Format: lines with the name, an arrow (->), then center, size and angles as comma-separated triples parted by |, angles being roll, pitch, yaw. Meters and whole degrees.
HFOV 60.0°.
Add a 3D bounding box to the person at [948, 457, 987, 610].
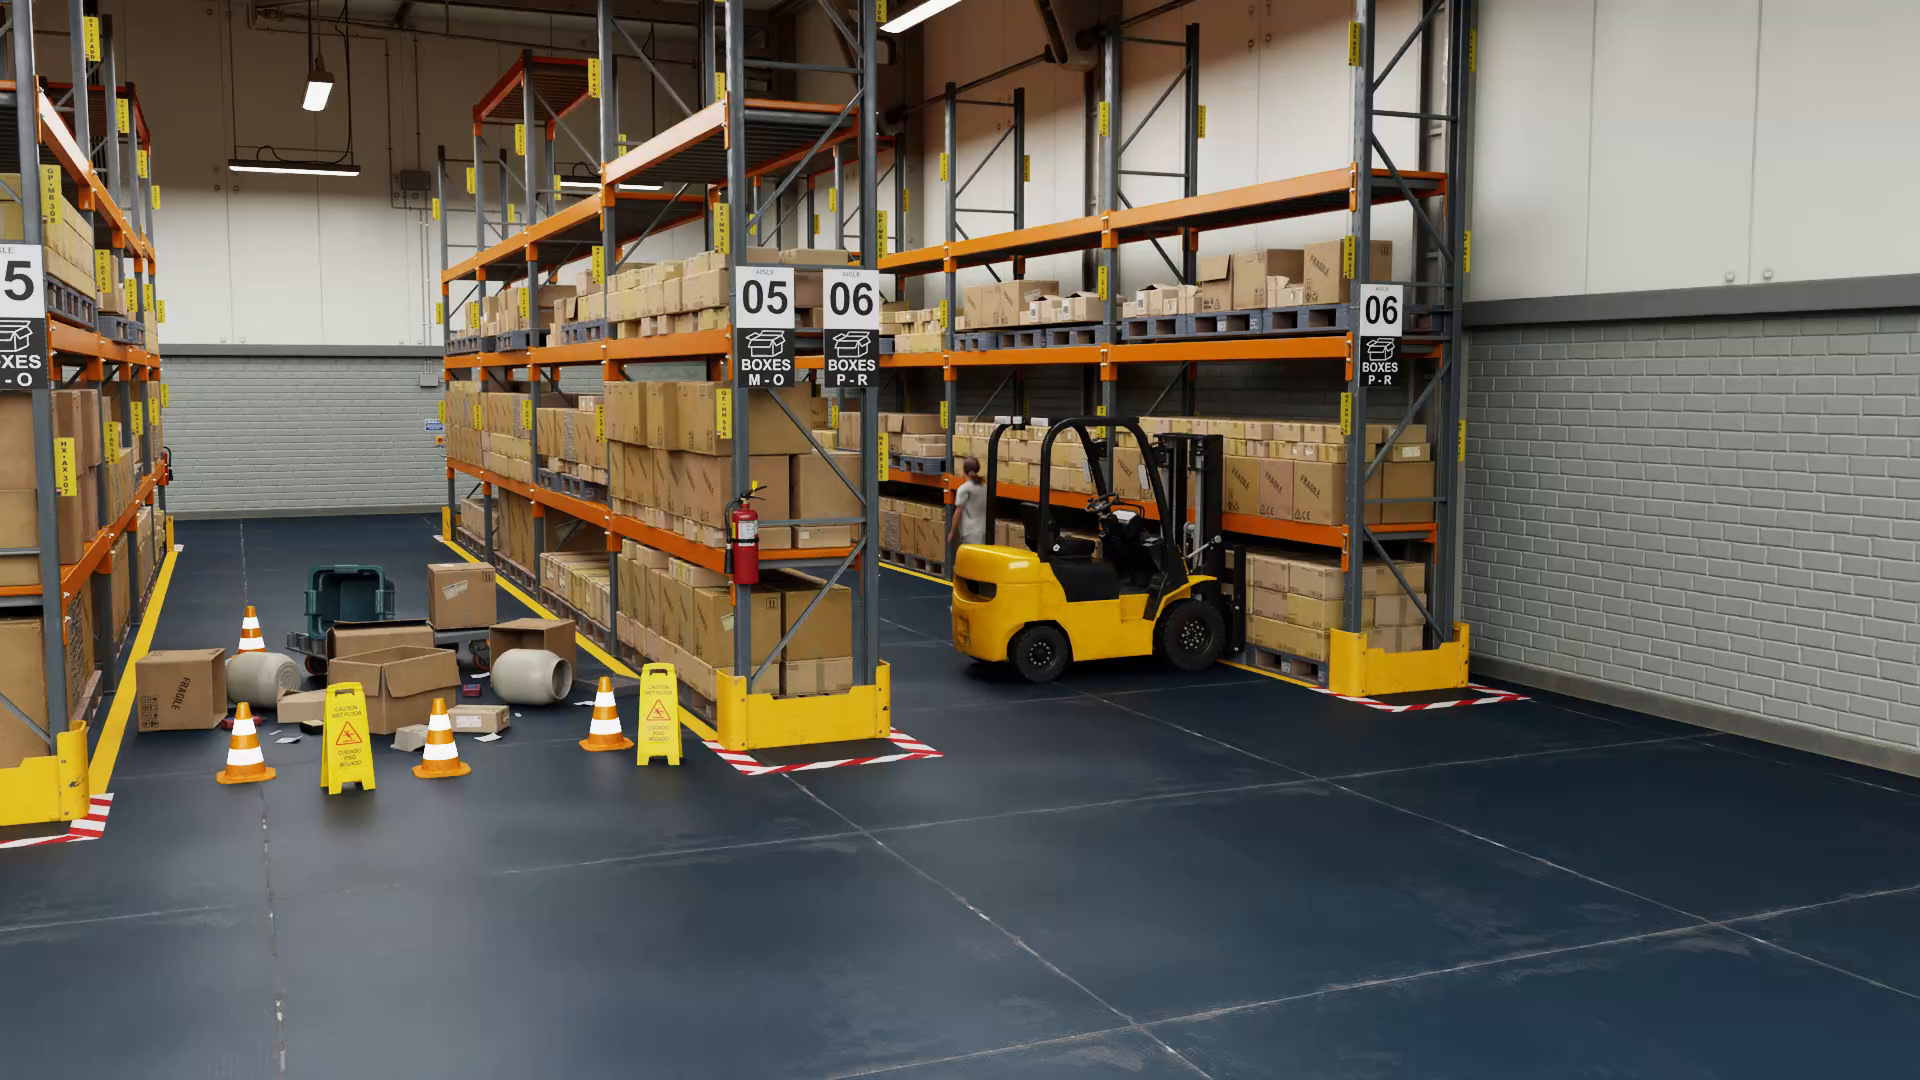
person -> 0.141, -0.028, 17.205 | 0.701, 1.662, 0.484 | 4, 7, 34
